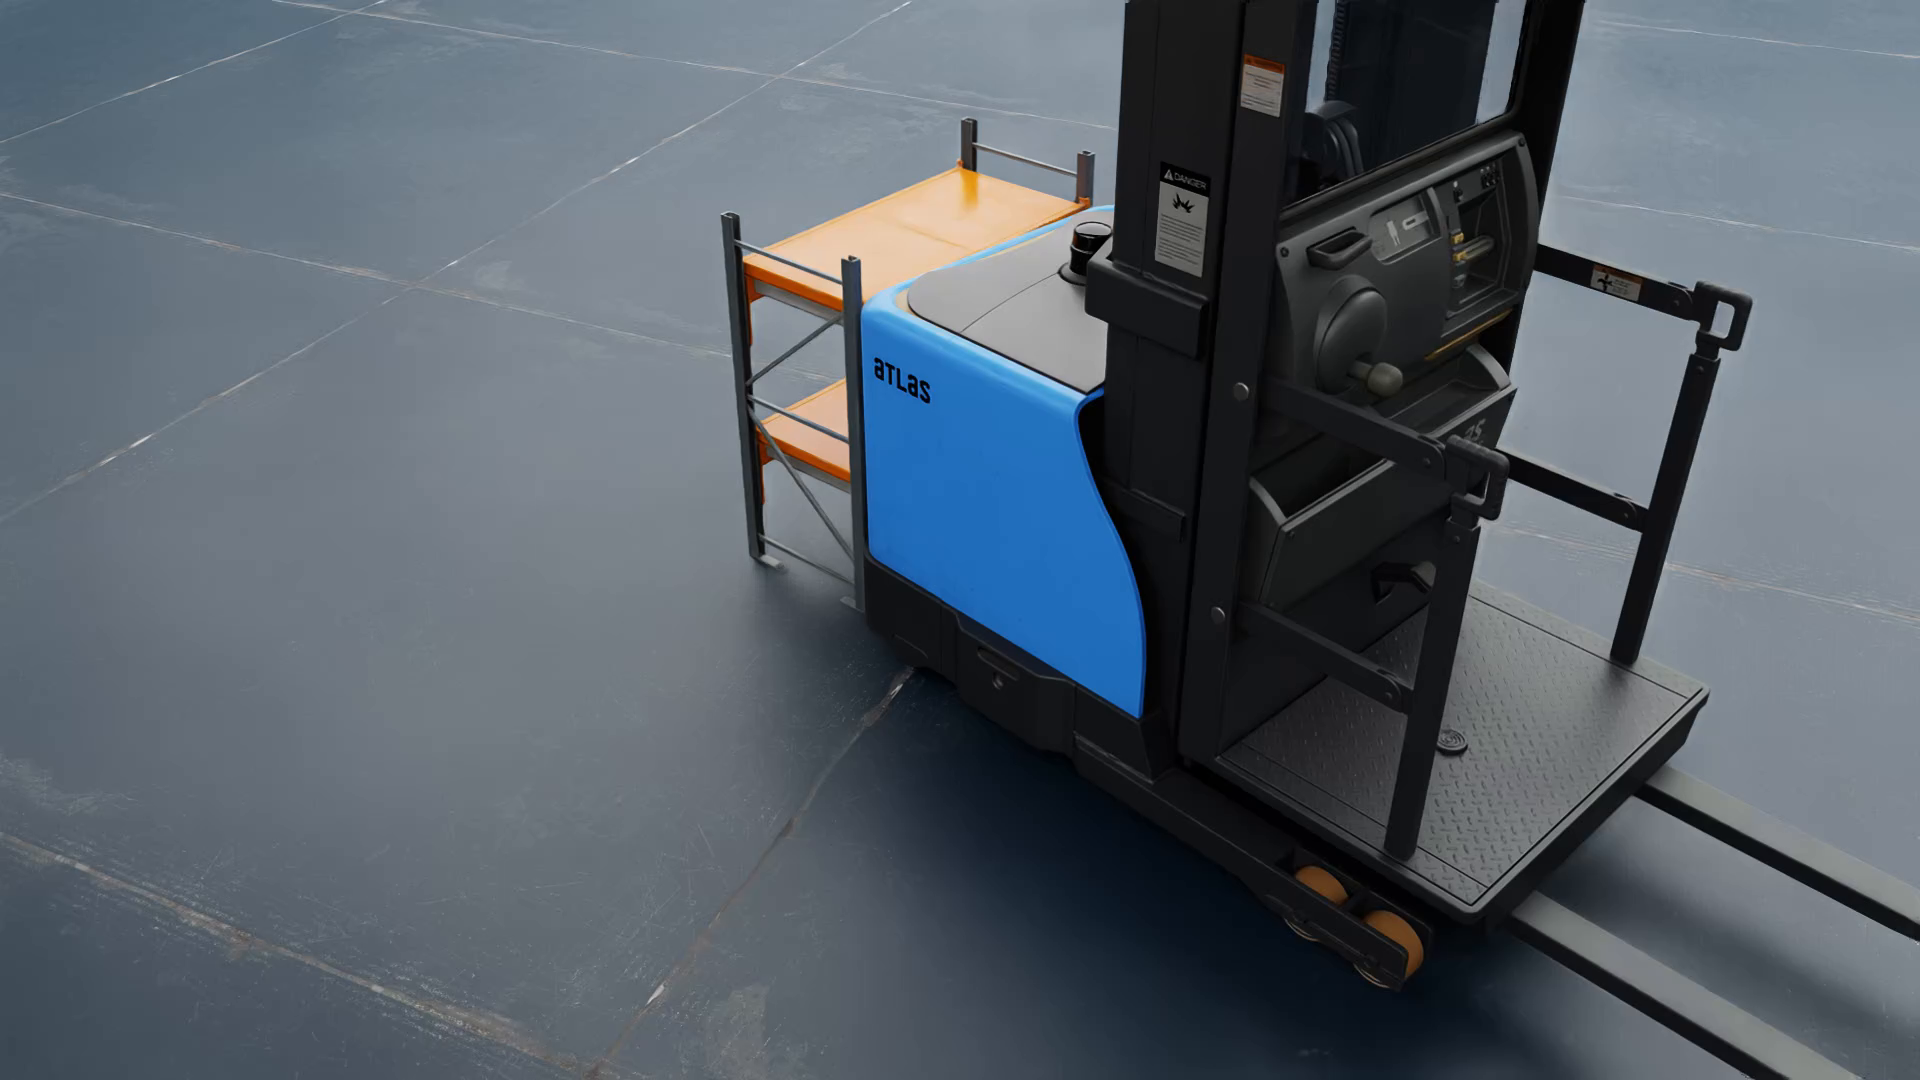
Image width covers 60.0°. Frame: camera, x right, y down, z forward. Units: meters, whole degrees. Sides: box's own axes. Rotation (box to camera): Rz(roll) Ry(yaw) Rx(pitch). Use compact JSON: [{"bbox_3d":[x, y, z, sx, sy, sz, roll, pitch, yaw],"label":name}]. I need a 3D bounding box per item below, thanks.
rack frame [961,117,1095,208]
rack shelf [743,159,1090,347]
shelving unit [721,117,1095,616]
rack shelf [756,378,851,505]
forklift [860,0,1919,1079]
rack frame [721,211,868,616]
[{"bbox_3d":[0.203,-0.766,5.392,0.500,1.125,0.032,25,41,33],"label":"rack frame"},{"bbox_3d":[-0.127,-0.798,4.908,0.538,0.278,1.000,25,41,33],"label":"rack shelf"},{"bbox_3d":[-0.127,-0.554,5.068,0.538,1.125,1.048,25,41,33],"label":"shelving unit"},{"bbox_3d":[-0.127,-0.349,5.202,0.538,0.278,1.000,25,41,33],"label":"rack shelf"},{"bbox_3d":[1.114,-0.548,3.412,1.130,2.935,3.031,-28,42,-36],"label":"forklift"},{"bbox_3d":[-0.457,-0.341,4.745,0.500,1.125,0.032,25,41,33],"label":"rack frame"}]
